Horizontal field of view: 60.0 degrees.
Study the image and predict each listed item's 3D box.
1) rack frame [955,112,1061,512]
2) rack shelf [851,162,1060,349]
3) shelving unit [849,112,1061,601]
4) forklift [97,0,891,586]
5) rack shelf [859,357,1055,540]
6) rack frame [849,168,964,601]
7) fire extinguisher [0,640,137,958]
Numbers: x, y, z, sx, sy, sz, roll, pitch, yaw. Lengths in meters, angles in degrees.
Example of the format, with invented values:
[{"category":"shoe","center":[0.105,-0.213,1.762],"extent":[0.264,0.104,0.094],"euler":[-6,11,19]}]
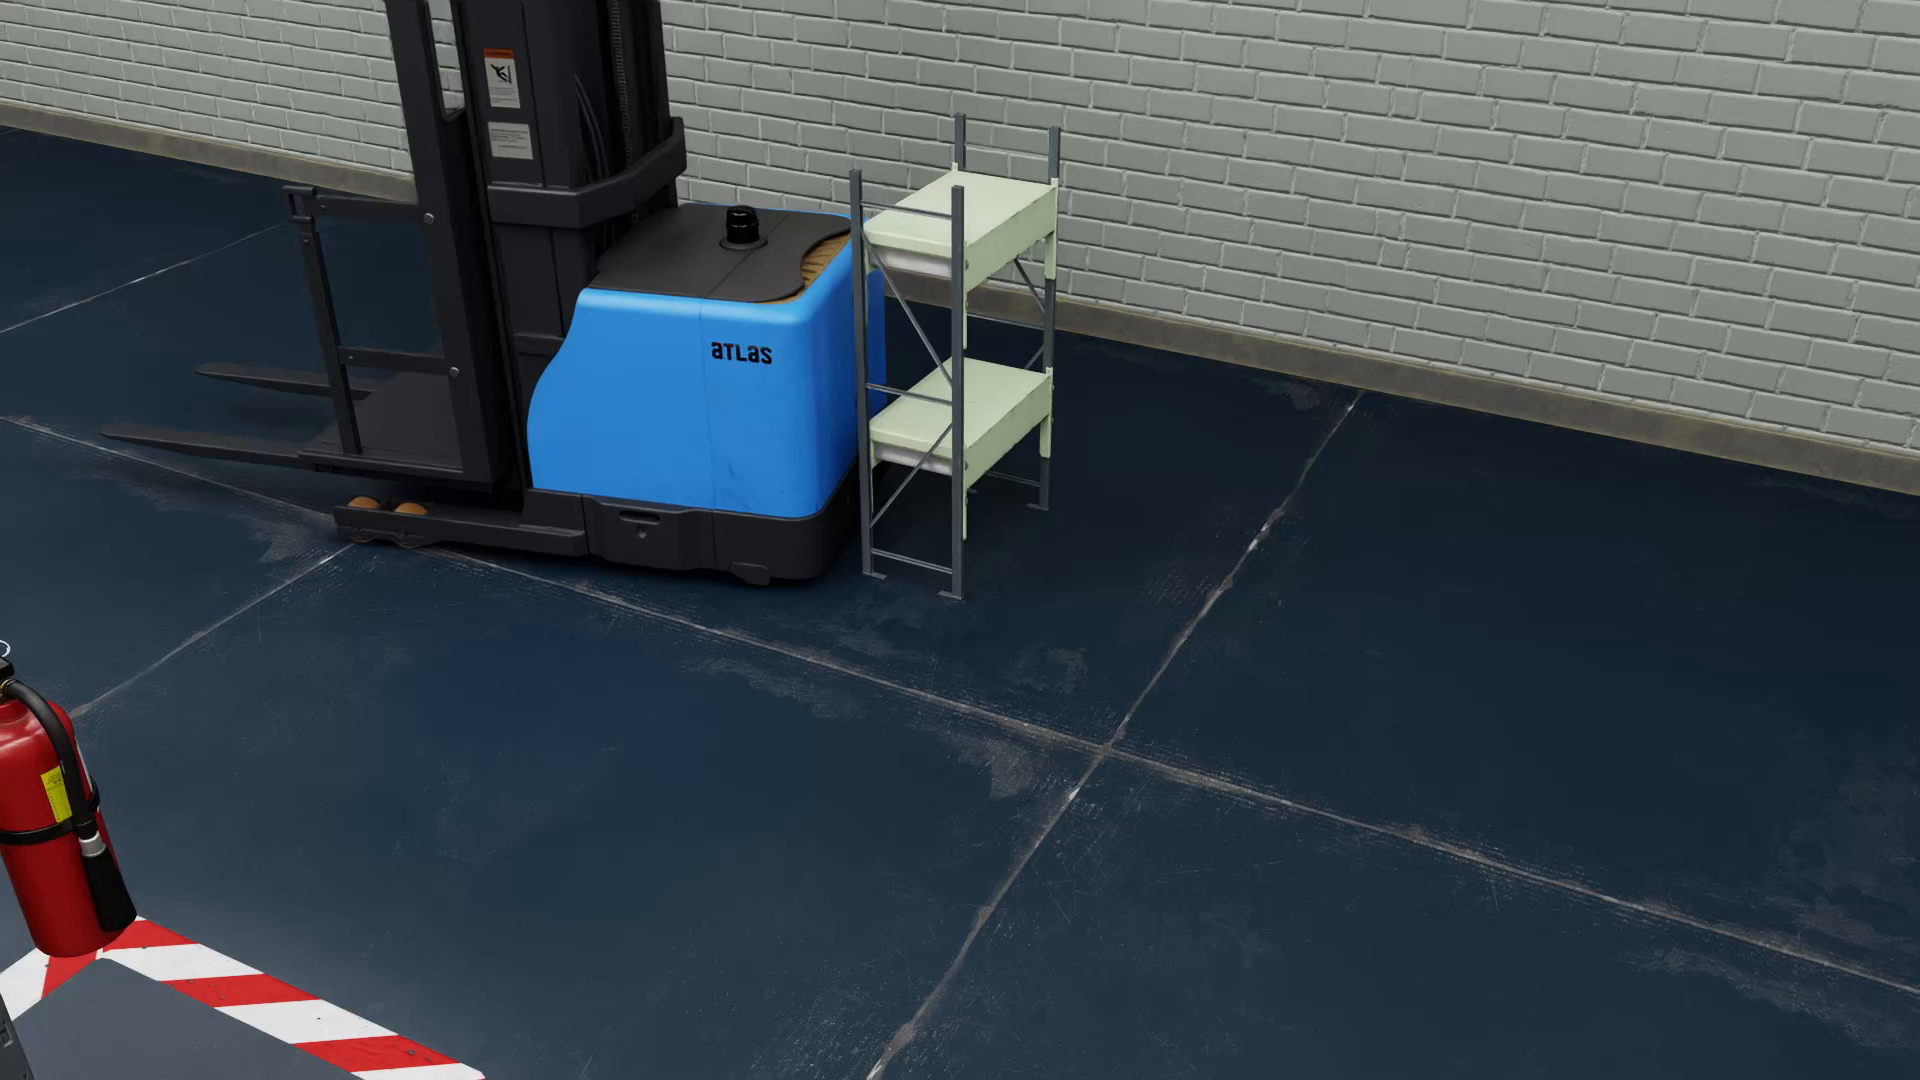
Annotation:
[{"category":"rack frame","center":[0.164,-0.810,6.154],"extent":[0.400,1.500,0.023],"euler":[14,33,23]},{"category":"rack shelf","center":[-0.003,-0.986,5.677],"extent":[0.431,0.370,0.720],"euler":[14,33,23]},{"category":"shelving unit","center":[-0.003,-0.647,5.871],"extent":[0.431,1.500,0.755],"euler":[14,33,23]},{"category":"forklift","center":[-1.847,-1.487,5.896],"extent":[3.031,2.935,1.130],"euler":[7,31,12]},{"category":"rack shelf","center":[-0.003,-0.365,6.034],"extent":[0.431,0.370,0.720],"euler":[14,33,23]},{"category":"rack frame","center":[-0.170,-0.485,5.589],"extent":[0.400,1.500,0.023],"euler":[14,33,23]},{"category":"fire extinguisher","center":[-1.635,0.432,2.938],"extent":[0.296,0.674,0.183],"euler":[14,33,23]}]
